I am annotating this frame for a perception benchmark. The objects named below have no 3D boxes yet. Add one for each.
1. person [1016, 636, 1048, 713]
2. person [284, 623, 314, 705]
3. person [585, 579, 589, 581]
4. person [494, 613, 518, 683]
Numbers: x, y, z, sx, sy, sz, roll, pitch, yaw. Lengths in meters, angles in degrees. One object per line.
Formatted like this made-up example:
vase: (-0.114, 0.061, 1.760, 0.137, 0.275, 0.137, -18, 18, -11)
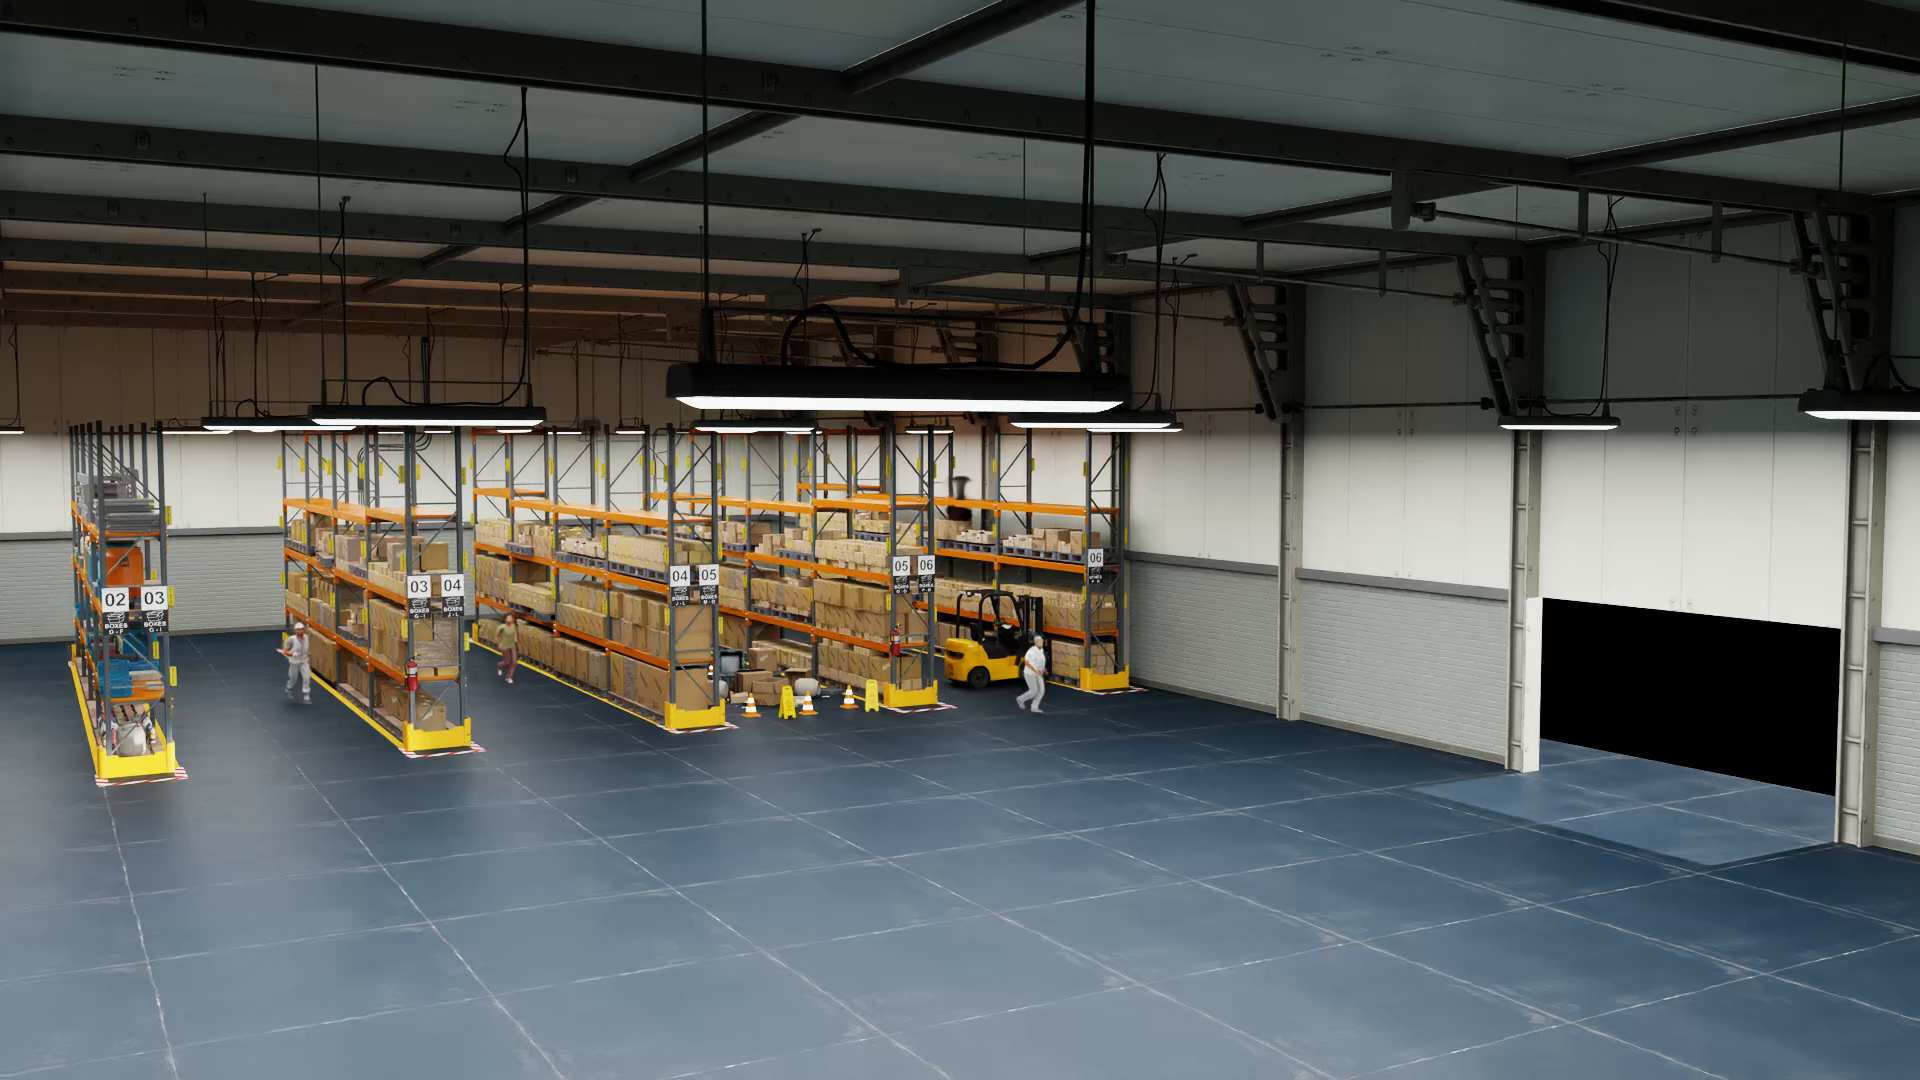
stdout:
person: (1.504, 2.794, 34.615, 0.652, 1.612, 0.608, 3, 4, 37)
person: (-14.117, 2.620, 35.450, 0.642, 1.750, 1.071, -3, 5, -41)
person: (-10.473, 1.958, 47.283, 0.934, 1.668, 0.708, 1, 4, 11)
person: (-10.627, 2.519, 38.973, 0.595, 1.625, 0.616, -3, 5, -43)
